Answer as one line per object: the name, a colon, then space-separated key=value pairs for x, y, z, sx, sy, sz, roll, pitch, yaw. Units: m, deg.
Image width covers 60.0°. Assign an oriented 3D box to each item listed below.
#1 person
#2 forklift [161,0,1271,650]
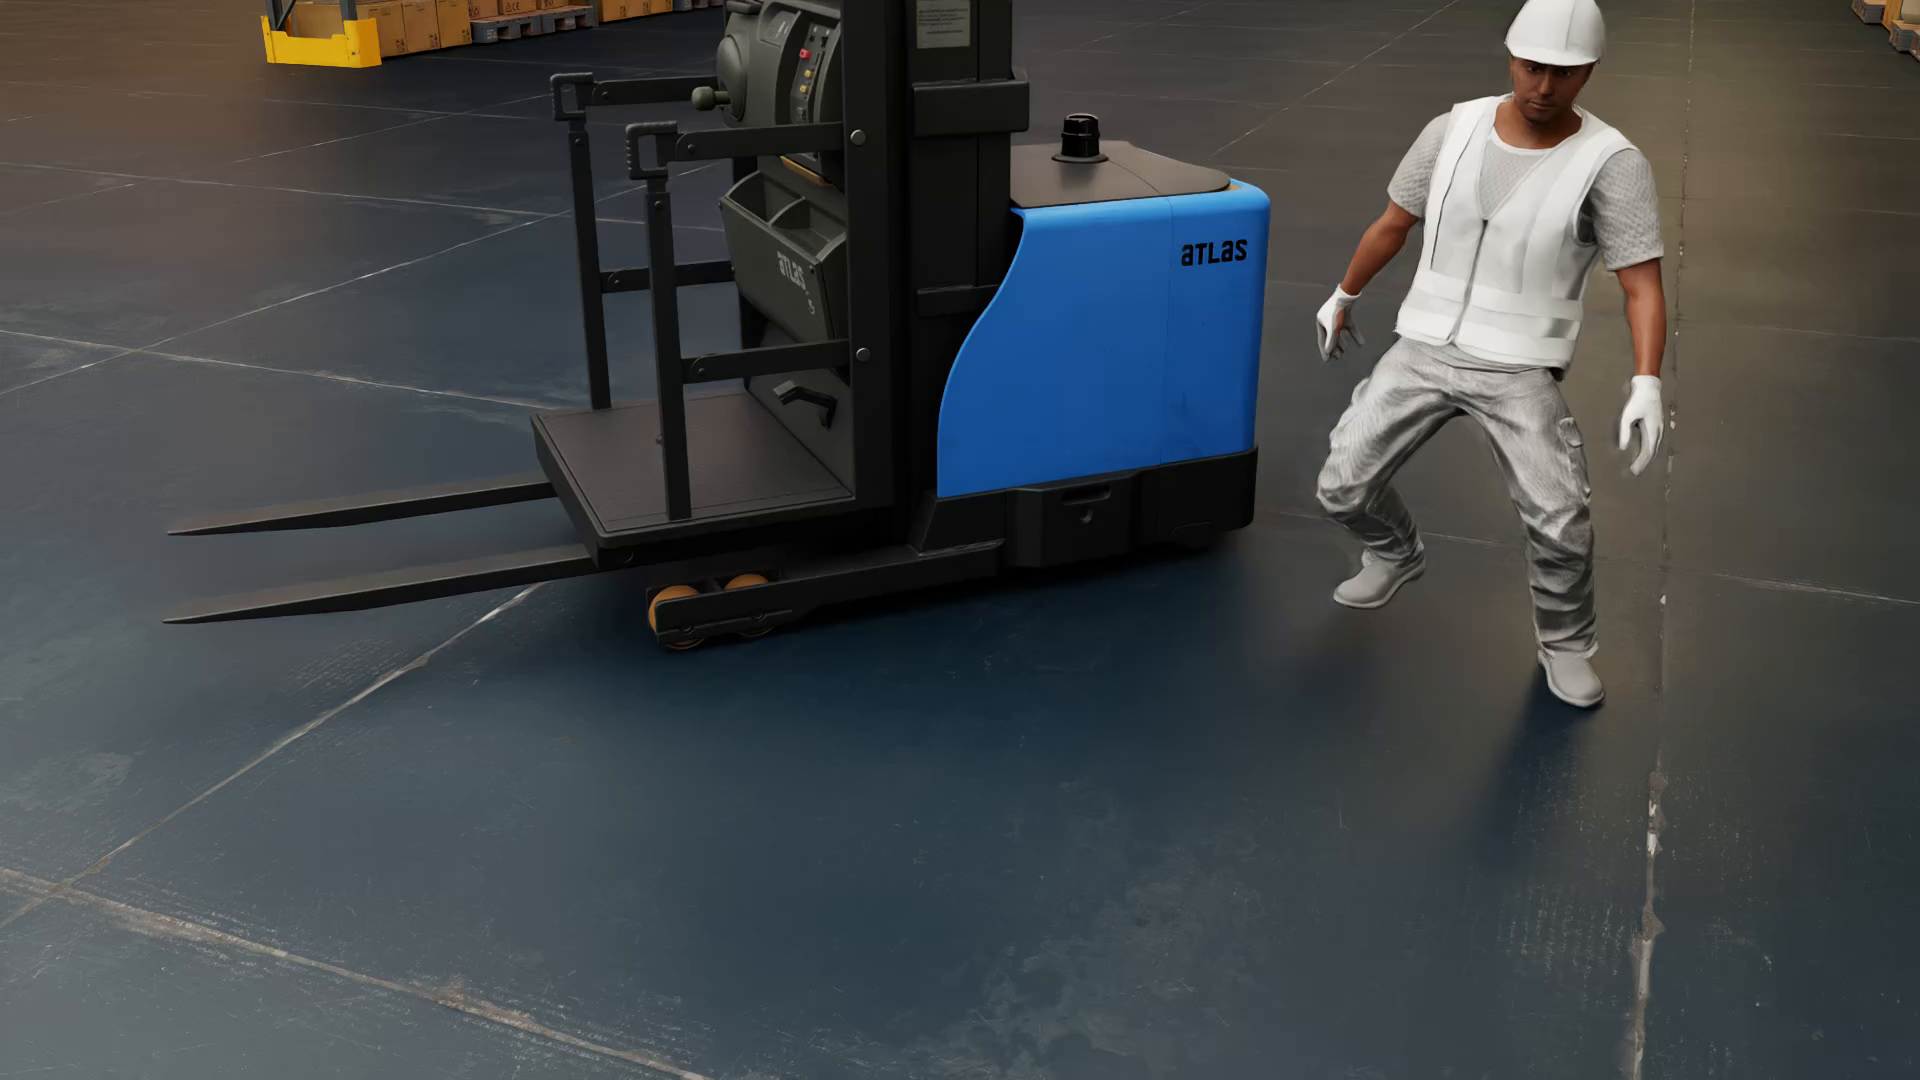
person: x=1.254 y=-0.462 z=4.030 sx=0.953 sy=1.686 sz=0.481 roll=19 pitch=29 yaw=38
forklift: x=-0.674 y=-1.293 z=4.386 sx=3.031 sy=2.935 sz=1.130 roll=-9 pitch=24 yaw=-21
